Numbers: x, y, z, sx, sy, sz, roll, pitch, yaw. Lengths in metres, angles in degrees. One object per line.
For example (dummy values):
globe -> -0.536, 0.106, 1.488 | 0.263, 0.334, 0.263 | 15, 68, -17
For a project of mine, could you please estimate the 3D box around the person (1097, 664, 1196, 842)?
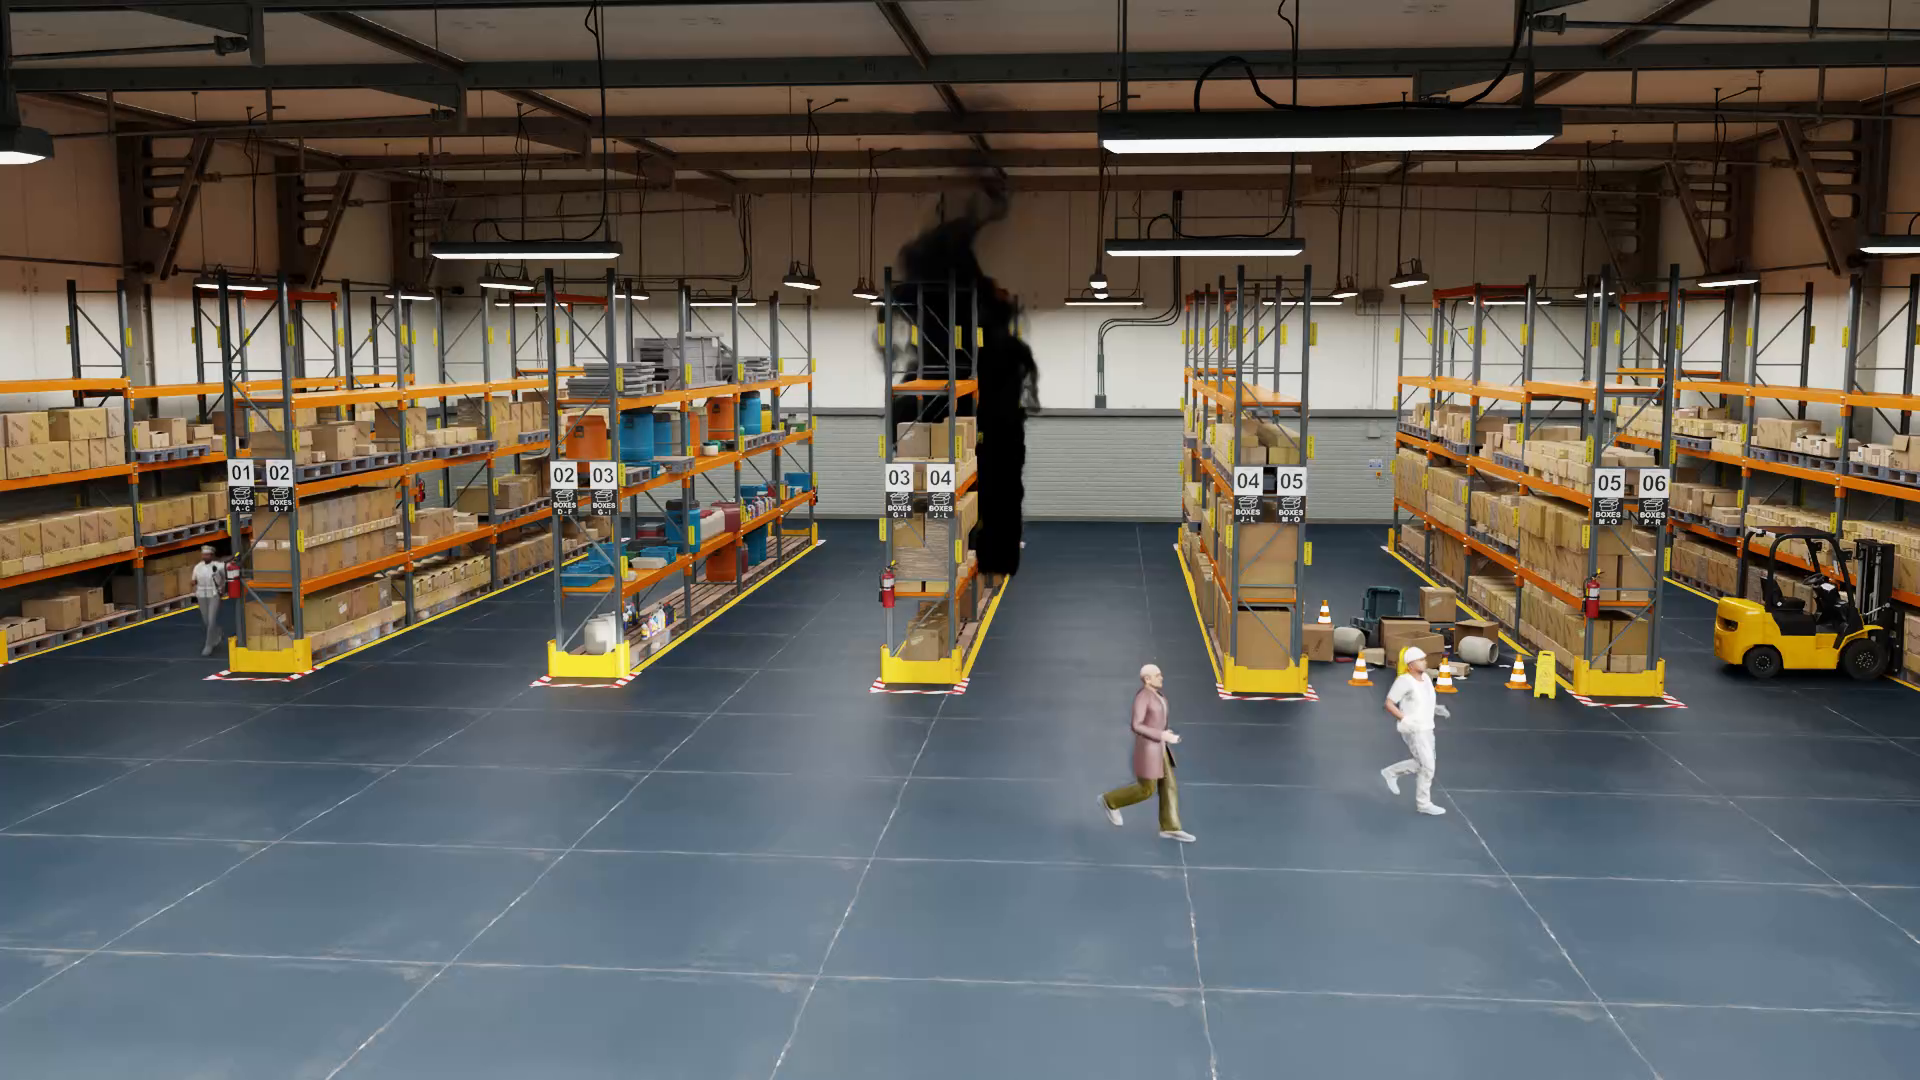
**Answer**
person -> 1.877, 2.114, 16.625 | 1.011, 1.771, 0.711 | 3, 8, 25

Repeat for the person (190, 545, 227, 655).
person -> -11.958, 0.921, 26.506 | 0.581, 1.697, 0.894 | 0, 7, -1

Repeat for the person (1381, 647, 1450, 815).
person -> 4.804, 2.005, 17.633 | 0.804, 1.747, 0.694 | 6, 9, 43
